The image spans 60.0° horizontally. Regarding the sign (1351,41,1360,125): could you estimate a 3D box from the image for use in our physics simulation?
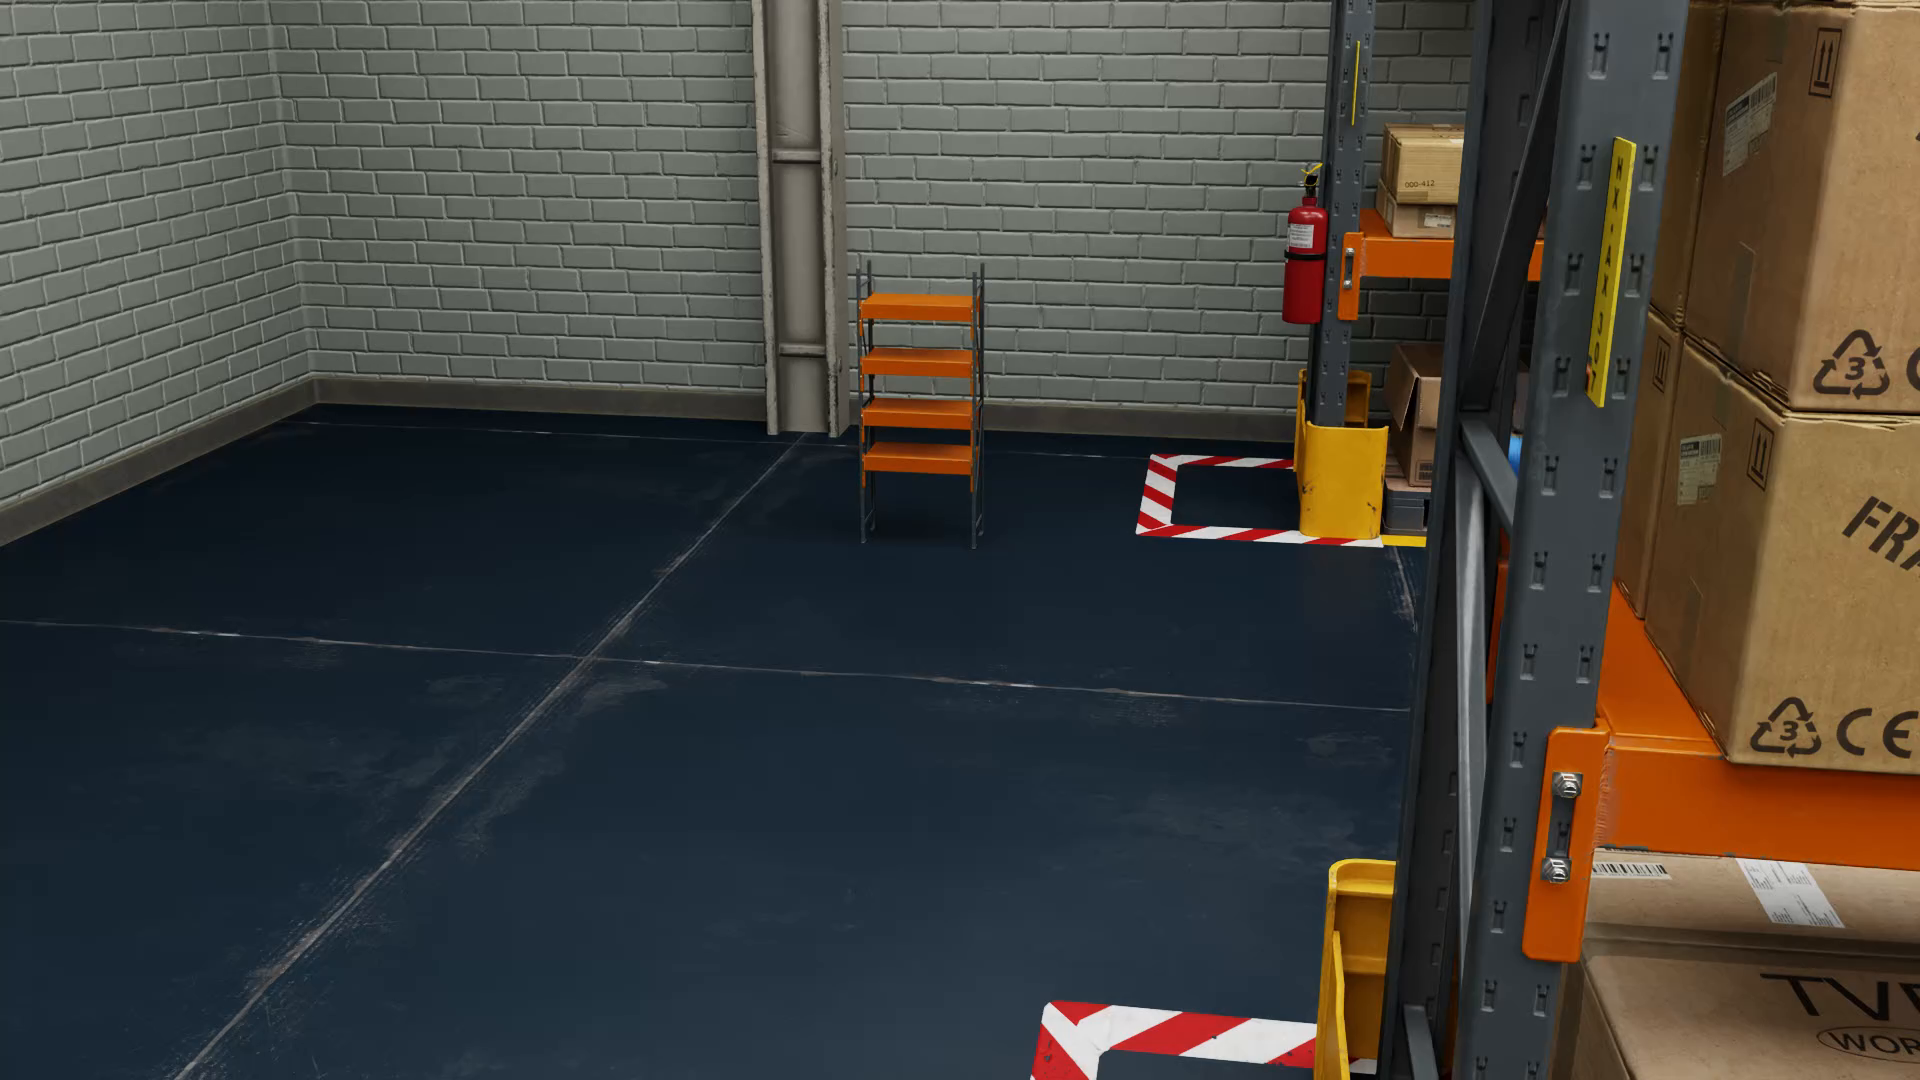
[{"bbox_3d":[1.606,-1.856,6.758,0.005,0.325,0.100,3,19,9],"label":"sign"}]

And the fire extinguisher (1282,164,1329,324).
[{"bbox_3d":[1.473,-1.264,7.064,0.183,0.674,0.296,3,19,9],"label":"fire extinguisher"}]

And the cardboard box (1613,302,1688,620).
[{"bbox_3d":[1.427,-0.166,2.915,0.500,0.500,0.500,3,19,9],"label":"cardboard box"}]

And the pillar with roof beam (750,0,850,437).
[{"bbox_3d":[-1.510,-3.530,3.670,0.400,9.000,9.100,3,19,9],"label":"pillar with roof beam"}]

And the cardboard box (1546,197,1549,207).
[{"bbox_3d":[2.595,-1.553,6.984,0.500,0.250,0.500,3,19,9],"label":"cardboard box"}]

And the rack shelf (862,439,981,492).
[{"bbox_3d":[-0.163,-0.325,7.222,0.480,0.148,0.258,3,19,9],"label":"rack shelf"}]

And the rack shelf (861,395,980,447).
[{"bbox_3d":[-0.163,-0.514,7.159,0.480,0.148,0.258,3,19,9],"label":"rack shelf"}]

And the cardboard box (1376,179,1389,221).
[{"bbox_3d":[2.062,-1.564,7.645,0.250,0.149,0.380,3,19,8],"label":"cardboard box"}]

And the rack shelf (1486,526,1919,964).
[{"bbox_3d":[2.883,0.382,2.569,4.000,0.370,1.077,3,19,9],"label":"rack shelf"}]

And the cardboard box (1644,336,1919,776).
[{"bbox_3d":[1.337,0.007,2.399,0.500,0.500,0.500,3,19,8],"label":"cardboard box"}]

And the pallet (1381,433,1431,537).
[{"bbox_3d":[2.554,-0.249,7.716,1.213,0.211,1.003,3,19,9],"label":"pallet"}]

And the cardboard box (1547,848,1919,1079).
[{"bbox_3d":[1.576,0.958,3.090,0.875,0.438,0.875,2,19,7],"label":"cardboard box"}]

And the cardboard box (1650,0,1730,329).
[{"bbox_3d":[1.422,-0.632,2.731,0.500,0.500,0.500,4,19,10],"label":"cardboard box"}]

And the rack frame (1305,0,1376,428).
[{"bbox_3d":[1.692,-1.615,7.404,0.127,3.000,1.000,3,19,9],"label":"rack frame"}]

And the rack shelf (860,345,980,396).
[{"bbox_3d":[-0.163,-0.726,7.088,0.480,0.148,0.258,3,19,9],"label":"rack shelf"}]

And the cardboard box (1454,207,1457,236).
[{"bbox_3d":[2.232,-1.395,7.142,0.250,0.149,0.380,3,19,10],"label":"cardboard box"}]

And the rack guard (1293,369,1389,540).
[{"bbox_3d":[1.767,-0.426,7.789,0.348,0.500,1.175,3,19,9],"label":"rack guard"}]

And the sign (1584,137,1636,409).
[{"bbox_3d":[0.814,-0.335,2.087,0.005,0.325,0.100,3,19,9],"label":"sign"}]

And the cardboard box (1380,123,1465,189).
[{"bbox_3d":[2.188,-1.745,7.559,0.500,0.250,0.500,3,19,10],"label":"cardboard box"}]

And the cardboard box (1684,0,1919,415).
[{"bbox_3d":[1.337,-0.468,2.242,0.500,0.500,0.500,3,19,7],"label":"cardboard box"}]

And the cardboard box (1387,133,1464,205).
[{"bbox_3d":[2.097,-1.578,7.060,0.500,0.250,0.500,3,19,9],"label":"cardboard box"}]

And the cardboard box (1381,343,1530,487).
[{"bbox_3d":[2.281,-0.570,7.552,0.637,0.503,0.797,2,19,6],"label":"cardboard box"}]

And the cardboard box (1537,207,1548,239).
[{"bbox_3d":[2.496,-1.393,7.135,0.250,0.149,0.380,3,19,8],"label":"cardboard box"}]

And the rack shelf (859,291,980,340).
[{"bbox_3d":[-0.163,-0.950,7.013,0.480,0.148,0.258,3,19,9],"label":"rack shelf"}]

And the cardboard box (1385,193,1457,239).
[{"bbox_3d":[1.973,-1.394,7.137,0.250,0.149,0.380,3,19,8],"label":"cardboard box"}]

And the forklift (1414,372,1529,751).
[{"bbox_3d":[3.069,-0.745,4.910,3.031,2.935,1.130,2,19,7],"label":"forklift"}]

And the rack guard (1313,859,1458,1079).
[{"bbox_3d":[0.885,1.124,3.156,0.348,0.500,1.175,3,19,9],"label":"rack guard"}]

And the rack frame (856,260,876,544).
[{"bbox_3d":[-0.404,-0.590,7.174,0.015,1.200,0.240,3,19,9],"label":"rack frame"}]

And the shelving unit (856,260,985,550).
[{"bbox_3d":[-0.163,-0.577,7.138,0.503,1.200,0.258,3,19,9],"label":"shelving unit"}]

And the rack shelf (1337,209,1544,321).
[{"bbox_3d":[3.667,-1.174,7.217,4.000,0.370,1.077,3,19,9],"label":"rack shelf"}]

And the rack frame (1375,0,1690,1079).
[{"bbox_3d":[0.908,-0.060,2.755,0.127,3.000,1.000,3,19,9],"label":"rack frame"}]

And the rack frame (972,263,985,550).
[{"bbox_3d":[0.077,-0.565,7.101,0.015,1.200,0.240,3,19,9],"label":"rack frame"}]
